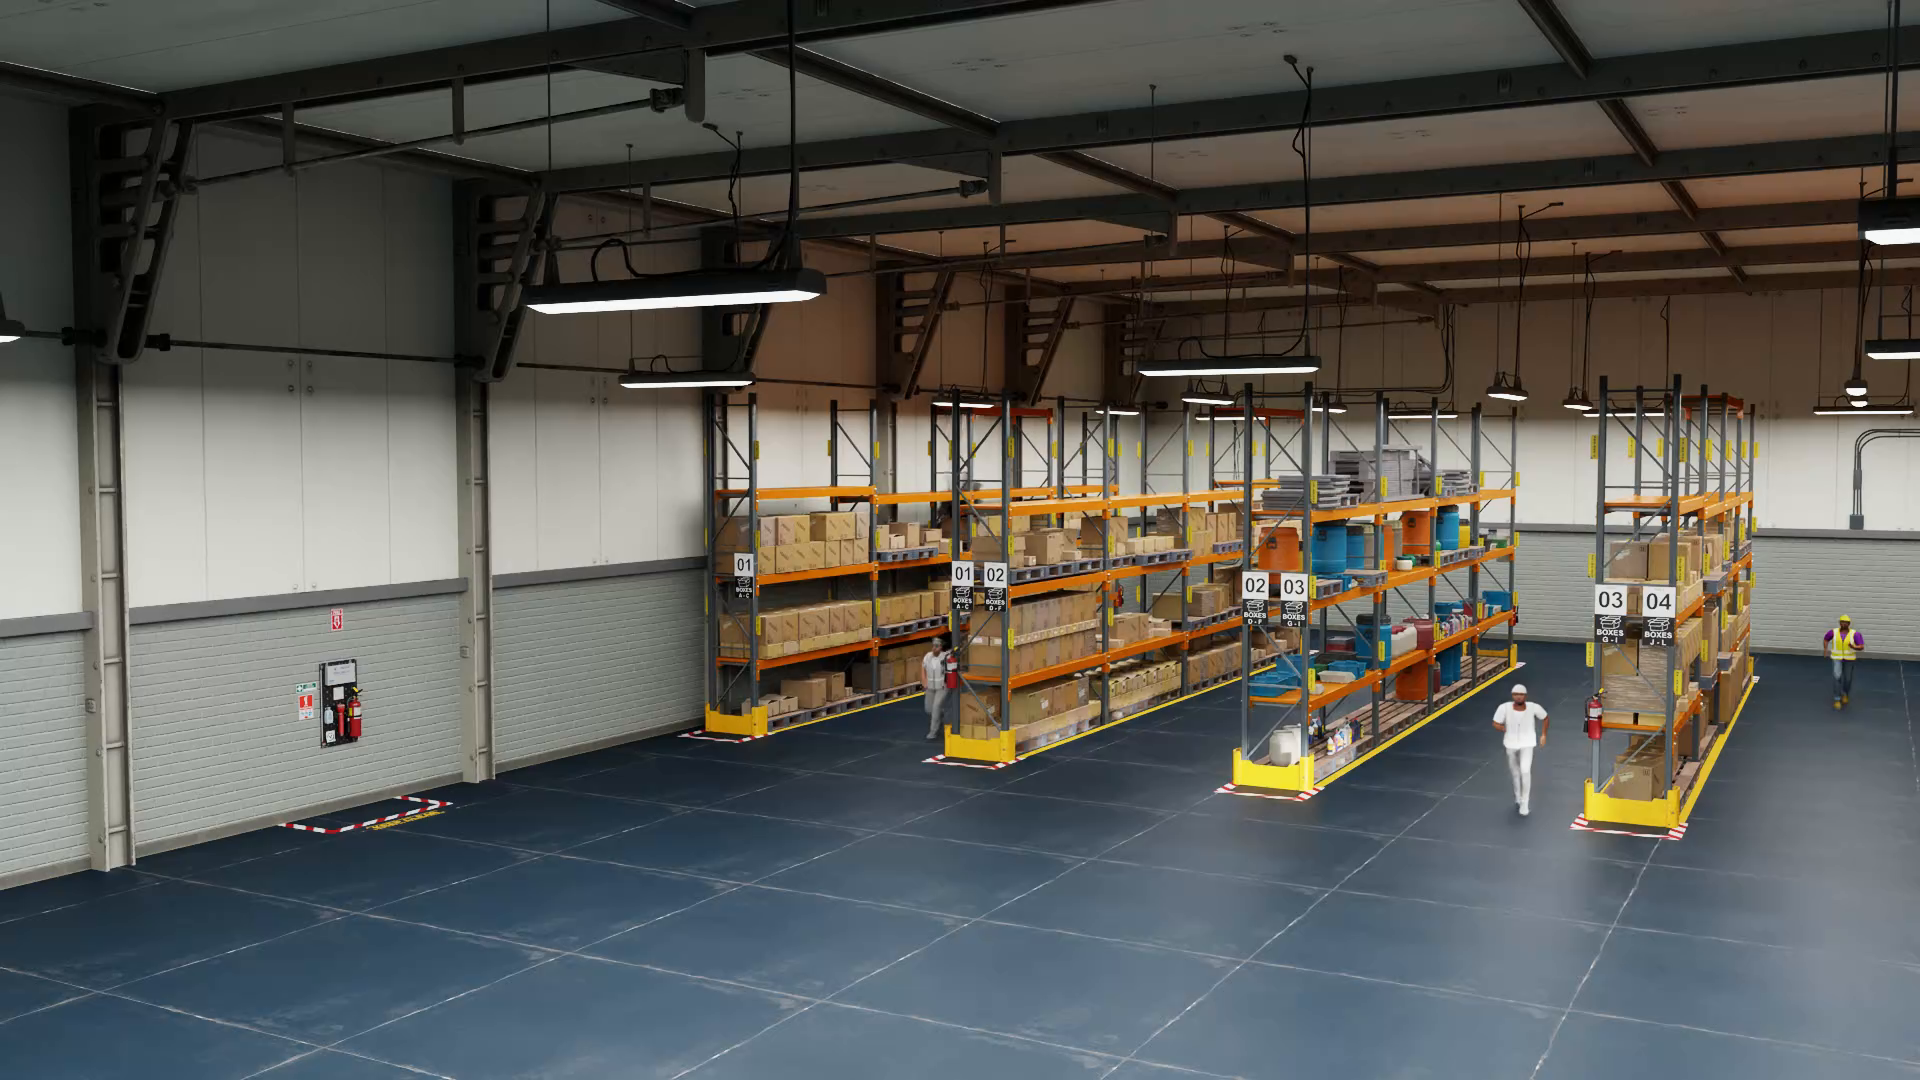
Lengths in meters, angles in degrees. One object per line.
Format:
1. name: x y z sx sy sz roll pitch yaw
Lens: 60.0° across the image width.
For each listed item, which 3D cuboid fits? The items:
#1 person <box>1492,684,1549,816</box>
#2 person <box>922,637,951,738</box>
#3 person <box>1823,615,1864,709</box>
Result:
1. person: 7.767 2.879 23.122 0.692 1.783 0.819 2 3 27
2. person: -0.366 2.567 29.173 0.685 1.758 0.711 1 3 21
3. person: 17.169 2.343 32.321 0.692 1.781 0.922 1 3 25
